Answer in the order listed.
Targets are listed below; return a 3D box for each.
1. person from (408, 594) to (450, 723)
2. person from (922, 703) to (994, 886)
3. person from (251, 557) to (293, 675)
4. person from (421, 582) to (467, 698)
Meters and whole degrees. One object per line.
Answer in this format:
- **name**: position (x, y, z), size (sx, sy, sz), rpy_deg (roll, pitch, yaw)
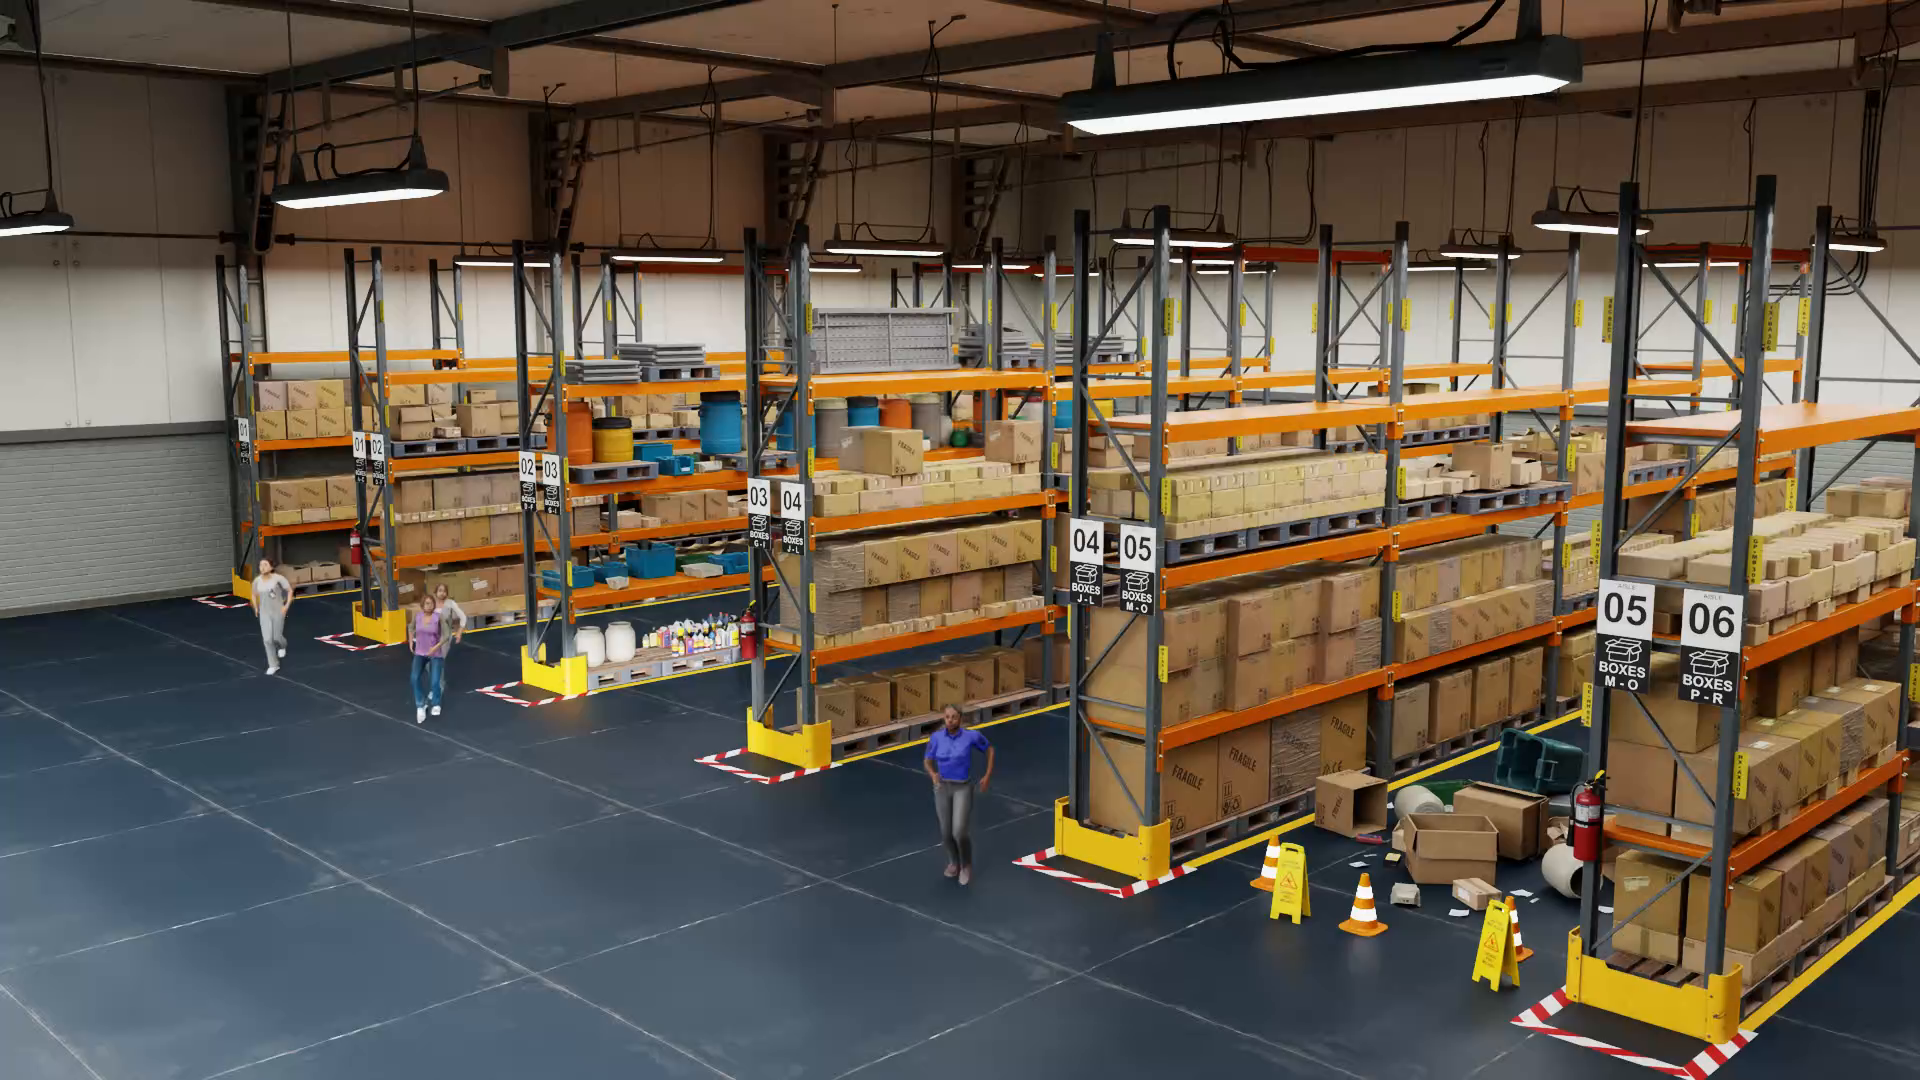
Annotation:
- **person**: position (-6.623, 1.458, 20.725), size (0.547, 1.590, 0.624), rpy_deg (-1, 8, -4)
- **person**: position (-0.036, 2.281, 14.823), size (0.606, 1.681, 0.683), rpy_deg (2, 8, 13)
- **person**: position (-9.705, 1.045, 23.526), size (0.572, 1.644, 0.638), rpy_deg (-1, 8, -6)
- **person**: position (-6.773, 1.330, 21.673), size (0.615, 1.564, 0.570), rpy_deg (0, 8, -1)
